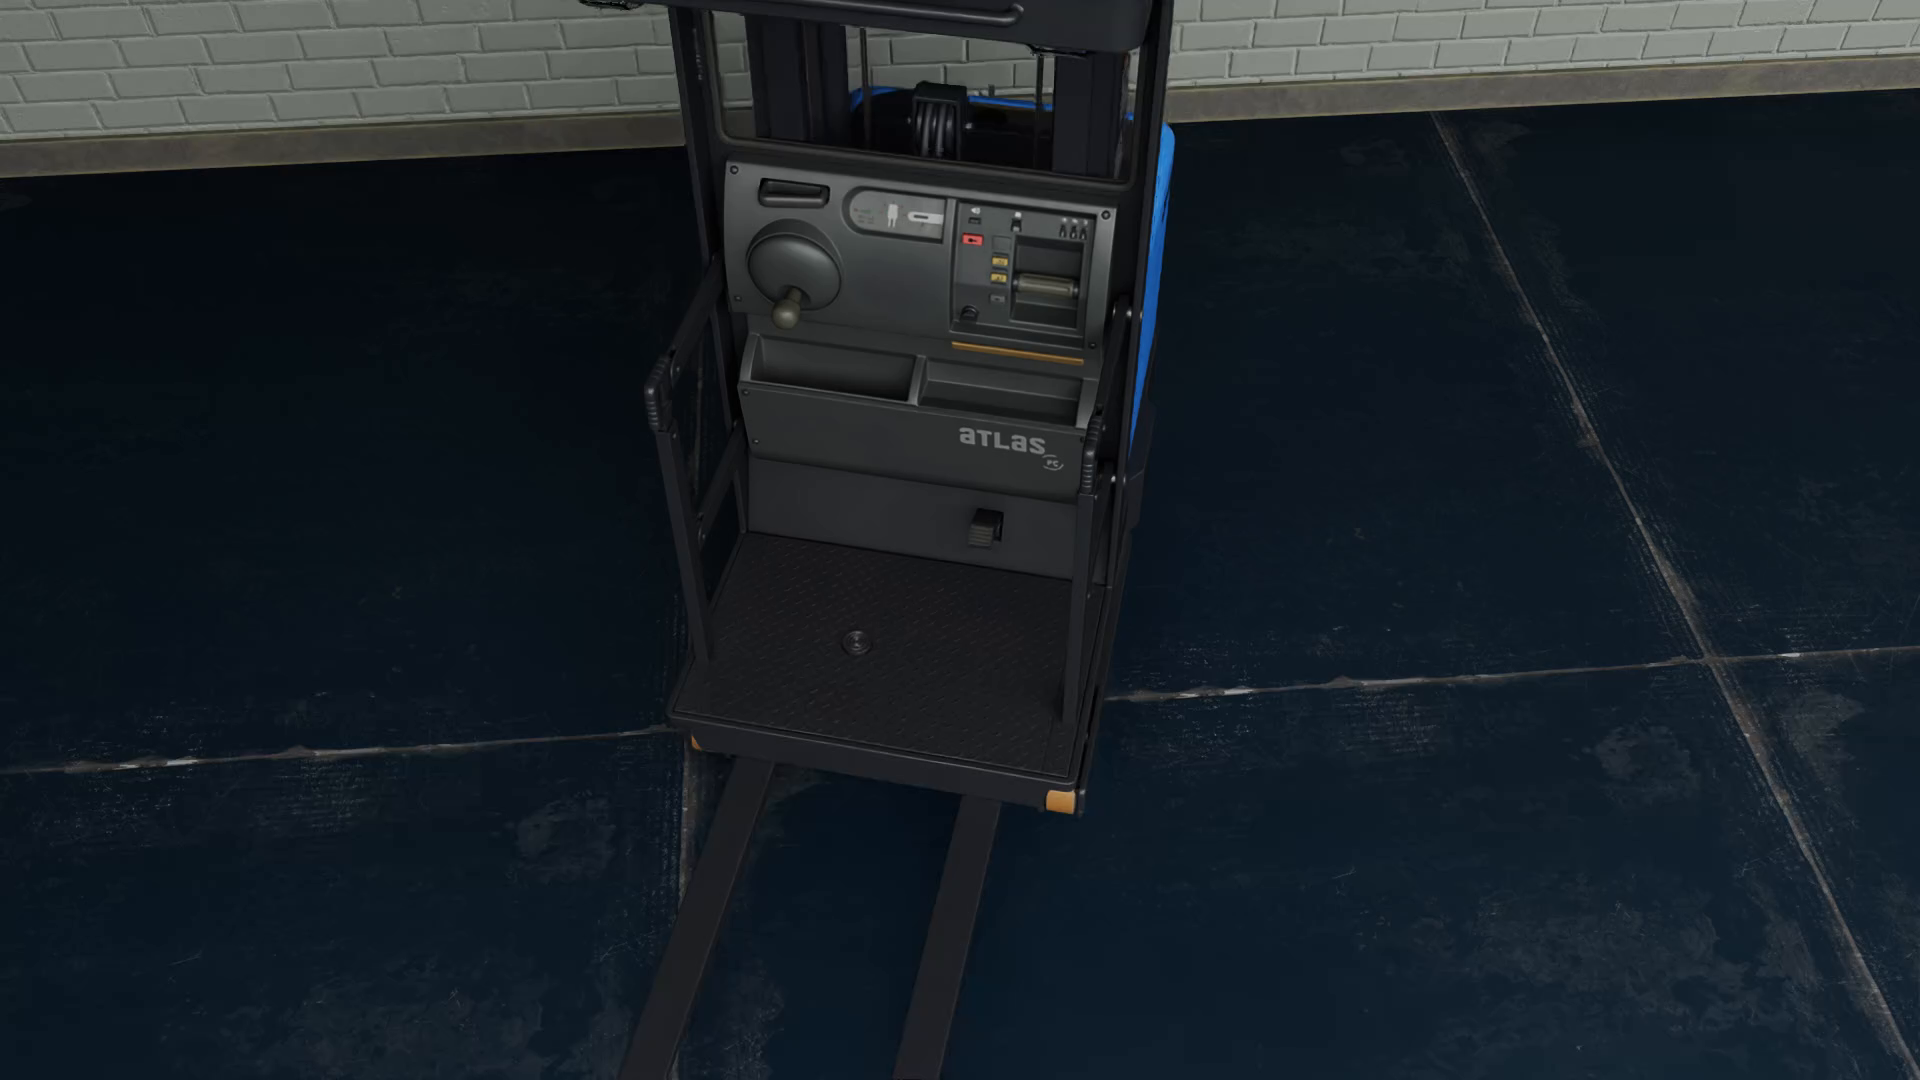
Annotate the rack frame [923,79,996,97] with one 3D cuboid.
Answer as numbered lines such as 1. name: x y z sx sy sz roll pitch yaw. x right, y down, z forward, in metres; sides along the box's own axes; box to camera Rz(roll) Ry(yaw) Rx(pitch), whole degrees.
1. rack frame: -0.008 -1.157 5.728 0.240 0.900 0.006 6 42 6

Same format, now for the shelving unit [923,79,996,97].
1. shelving unit: -0.023 -1.091 5.652 0.258 0.900 0.210 6 42 6

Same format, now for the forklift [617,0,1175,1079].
1. forklift: -0.145 -0.565 3.766 1.130 2.935 3.031 9 47 8
